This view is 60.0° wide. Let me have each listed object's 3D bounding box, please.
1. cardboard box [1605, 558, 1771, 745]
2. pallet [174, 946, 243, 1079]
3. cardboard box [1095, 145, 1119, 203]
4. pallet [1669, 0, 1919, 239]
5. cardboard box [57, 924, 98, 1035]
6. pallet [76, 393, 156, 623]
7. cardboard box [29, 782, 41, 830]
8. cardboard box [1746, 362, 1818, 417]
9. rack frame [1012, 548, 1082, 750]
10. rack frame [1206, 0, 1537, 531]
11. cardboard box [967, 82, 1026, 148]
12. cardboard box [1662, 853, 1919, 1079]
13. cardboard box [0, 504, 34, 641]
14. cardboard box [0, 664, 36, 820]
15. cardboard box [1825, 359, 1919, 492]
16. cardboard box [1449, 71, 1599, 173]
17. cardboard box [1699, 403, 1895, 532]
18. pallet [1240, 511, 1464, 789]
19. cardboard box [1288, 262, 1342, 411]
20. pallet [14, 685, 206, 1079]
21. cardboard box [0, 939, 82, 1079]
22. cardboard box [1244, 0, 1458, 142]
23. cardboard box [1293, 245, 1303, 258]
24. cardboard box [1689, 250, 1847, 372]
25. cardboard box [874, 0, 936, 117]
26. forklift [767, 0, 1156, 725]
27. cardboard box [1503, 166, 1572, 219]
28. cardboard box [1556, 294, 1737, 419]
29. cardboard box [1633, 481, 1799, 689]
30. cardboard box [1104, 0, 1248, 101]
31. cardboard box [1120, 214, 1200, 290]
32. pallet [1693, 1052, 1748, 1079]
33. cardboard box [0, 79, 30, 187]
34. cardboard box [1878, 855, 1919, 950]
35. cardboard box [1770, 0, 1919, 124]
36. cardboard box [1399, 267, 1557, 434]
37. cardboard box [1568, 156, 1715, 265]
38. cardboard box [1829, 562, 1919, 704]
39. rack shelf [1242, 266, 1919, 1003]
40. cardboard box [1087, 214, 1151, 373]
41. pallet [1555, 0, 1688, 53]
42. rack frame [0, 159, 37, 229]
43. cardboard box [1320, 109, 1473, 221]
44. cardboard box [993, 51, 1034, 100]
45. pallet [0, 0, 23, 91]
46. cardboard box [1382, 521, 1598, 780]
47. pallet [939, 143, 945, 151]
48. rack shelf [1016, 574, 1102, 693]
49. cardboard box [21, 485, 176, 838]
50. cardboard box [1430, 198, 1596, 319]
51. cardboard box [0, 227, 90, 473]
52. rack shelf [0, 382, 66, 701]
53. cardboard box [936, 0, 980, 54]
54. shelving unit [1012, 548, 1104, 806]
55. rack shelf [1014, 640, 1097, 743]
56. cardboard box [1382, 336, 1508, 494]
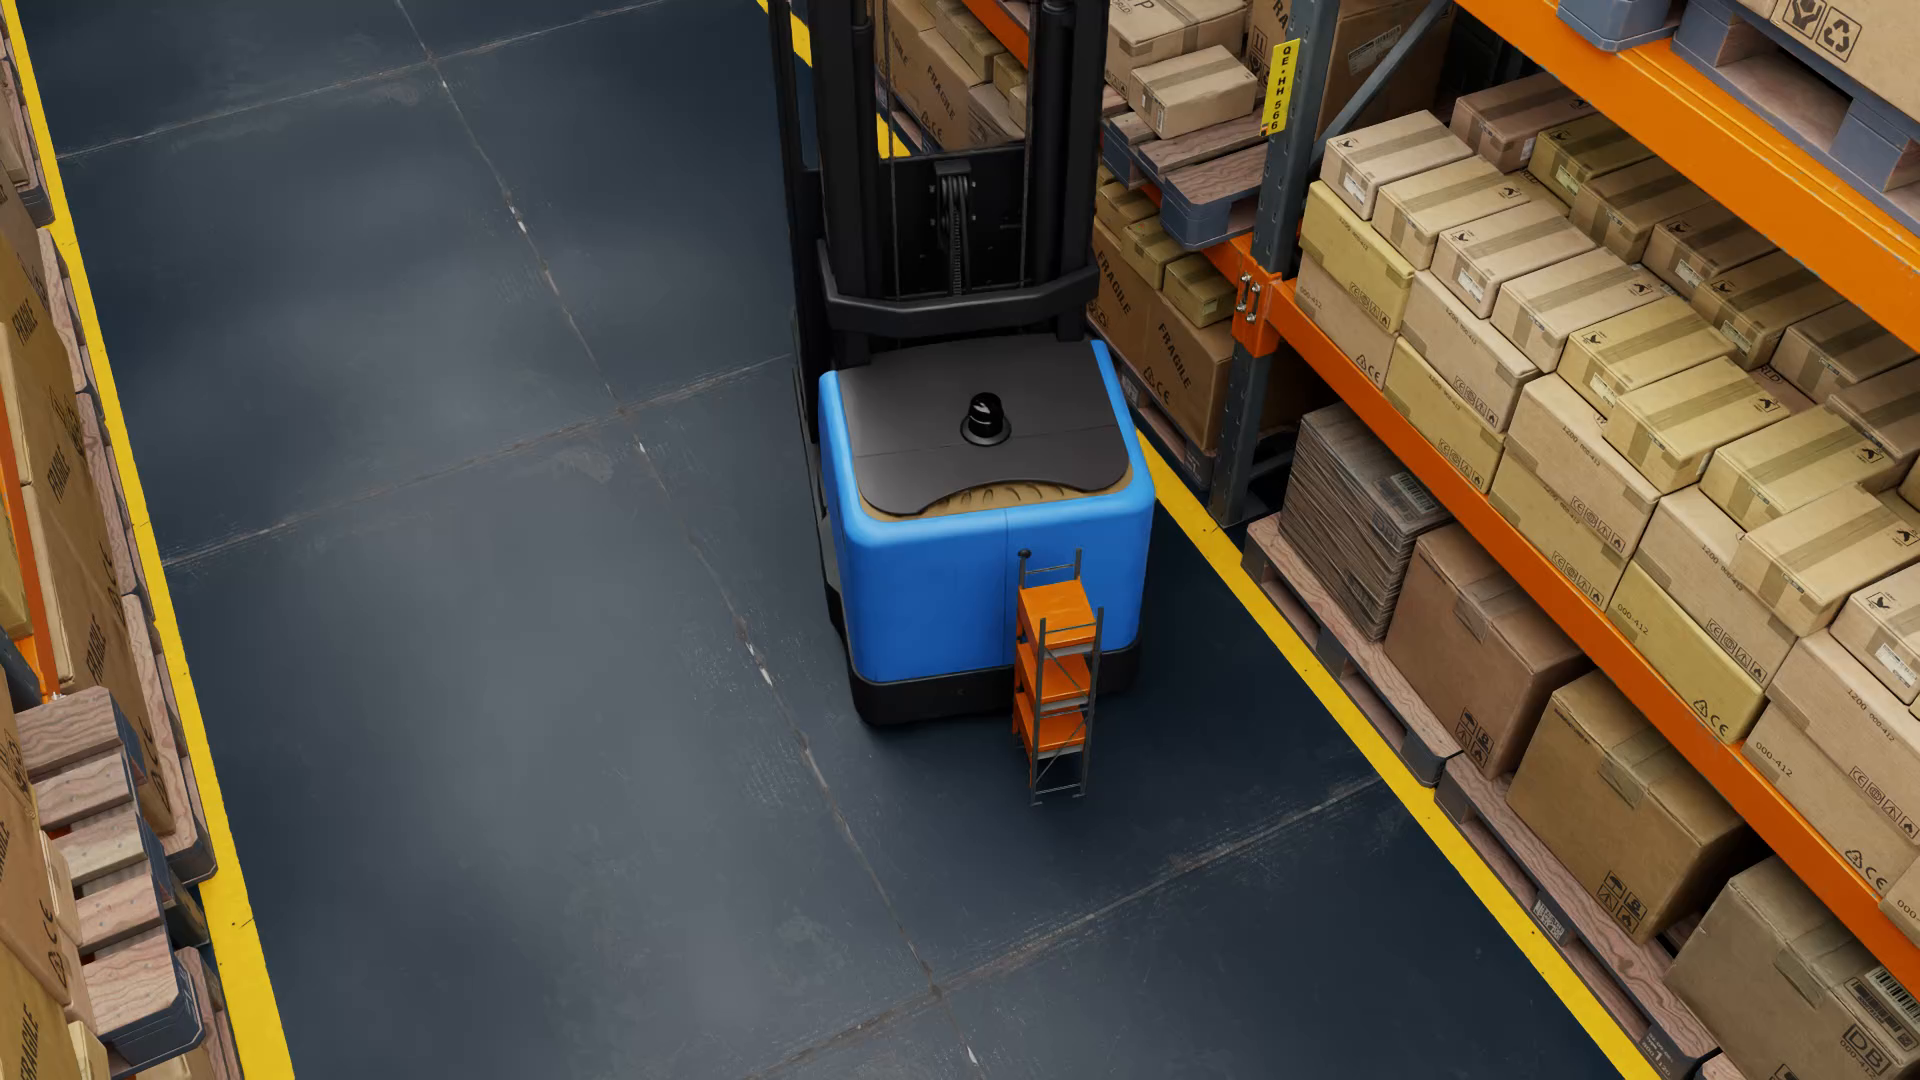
[{"bbox_3d":[2.161,0.221,4.556,0.500,0.250,0.500,-20,52,-16],"label":"cardboard box"},{"bbox_3d":[-2.584,1.916,4.827,1.003,0.211,1.213,-21,52,-18],"label":"pallet"},{"bbox_3d":[0.706,-1.566,6.970,0.380,0.149,0.250,-20,52,-16],"label":"cardboard box"},{"bbox_3d":[2.376,-0.992,3.650,1.003,0.211,1.213,-19,51,-16],"label":"pallet"},{"bbox_3d":[-2.131,1.036,3.632,0.380,0.149,0.250,-23,53,-19],"label":"cardboard box"},{"bbox_3d":[-3.788,0.023,6.482,1.003,0.211,1.213,-21,52,-18],"label":"pallet"},{"bbox_3d":[-2.394,0.712,3.915,0.380,0.149,0.250,-20,52,-17],"label":"cardboard box"},{"bbox_3d":[2.387,-0.470,4.829,0.500,0.250,0.500,-22,52,-18],"label":"cardboard box"},{"bbox_3d":[0.285,0.390,5.604,0.200,1.050,0.008,-10,50,-9],"label":"rack frame"},{"bbox_3d":[1.472,-1.238,5.733,1.000,3.000,0.127,-21,52,-18],"label":"rack frame"},{"bbox_3d":[0.371,-1.791,7.598,0.500,0.500,0.500,-23,53,-19],"label":"cardboard box"},{"bbox_3d":[2.705,1.215,4.885,0.875,0.625,0.625,-22,52,-18],"label":"cardboard box"},{"bbox_3d":[-2.940,0.109,4.654,0.500,0.250,0.500,-22,52,-18],"label":"cardboard box"},{"bbox_3d":[-2.485,0.414,3.745,0.500,0.500,0.500,-23,53,-19],"label":"cardboard box"},{"bbox_3d":[2.520,-0.315,4.428,0.380,0.149,0.250,-20,52,-17],"label":"cardboard box"},{"bbox_3d":[1.800,-1.336,5.321,0.380,0.149,0.250,-20,52,-16],"label":"cardboard box"},{"bbox_3d":[2.161,-0.169,4.300,0.380,0.149,0.250,-21,52,-18],"label":"cardboard box"},{"bbox_3d":[1.814,0.245,6.288,1.003,0.211,1.213,-21,52,-18],"label":"pallet"},{"bbox_3d":[1.528,-0.932,6.846,0.500,0.500,0.500,-19,52,-16],"label":"cardboard box"},{"bbox_3d":[-2.519,0.978,3.922,1.213,0.211,1.003,-21,52,-18],"label":"pallet"},{"bbox_3d":[-2.007,1.093,3.151,0.500,0.500,0.500,-24,53,-20],"label":"cardboard box"},{"bbox_3d":[1.375,-1.807,5.885,0.500,0.500,0.500,-19,51,-16],"label":"cardboard box"},{"bbox_3d":[1.510,-1.223,6.670,0.380,0.149,0.250,-19,51,-16],"label":"cardboard box"},{"bbox_3d":[2.309,-0.663,4.733,0.380,0.149,0.250,-21,52,-18],"label":"cardboard box"},{"bbox_3d":[-0.085,-2.476,8.197,0.500,0.500,0.500,-22,52,-18],"label":"cardboard box"},{"bbox_3d":[-0.107,-1.432,5.948,1.130,2.935,3.031,-7,49,-6],"label":"forklift"},{"bbox_3d":[1.924,-1.148,5.422,0.500,0.250,0.500,-20,52,-17],"label":"cardboard box"},{"bbox_3d":[1.892,-0.500,4.590,0.380,0.149,0.250,-21,52,-17],"label":"cardboard box"},{"bbox_3d":[2.165,0.053,4.371,0.500,0.250,0.500,-20,52,-17],"label":"cardboard box"},{"bbox_3d":[0.701,-1.921,6.151,0.500,0.250,0.500,-23,53,-19],"label":"cardboard box"},{"bbox_3d":[0.868,-1.182,6.634,0.380,0.149,0.250,-24,53,-19],"label":"cardboard box"},{"bbox_3d":[2.930,1.878,4.860,1.003,0.211,1.213,-21,52,-18],"label":"pallet"},{"bbox_3d":[-4.962,-1.955,7.783,0.875,0.438,0.875,-22,52,-18],"label":"cardboard box"},{"bbox_3d":[2.604,0.907,3.956,0.500,0.250,0.500,-21,52,-18],"label":"cardboard box"},{"bbox_3d":[2.052,-1.179,3.277,0.500,0.500,0.500,-20,52,-17],"label":"cardboard box"},{"bbox_3d":[1.686,-0.636,4.974,0.500,0.250,0.500,-20,52,-16],"label":"cardboard box"},{"bbox_3d":[2.084,-1.005,5.032,0.380,0.149,0.250,-21,52,-18],"label":"cardboard box"},{"bbox_3d":[2.337,0.196,3.981,0.380,0.149,0.250,-21,52,-17],"label":"cardboard box"},{"bbox_3d":[2.387,0.338,4.833,1.077,0.370,4.000,-21,52,-18],"label":"rack shelf"},{"bbox_3d":[0.867,-1.101,6.994,0.500,0.500,0.500,-22,52,-18],"label":"cardboard box"},{"bbox_3d":[1.862,-1.740,4.304,1.213,0.211,1.003,-19,51,-16],"label":"pallet"},{"bbox_3d":[-4.771,-2.203,6.576,1.000,3.000,0.127,-21,52,-18],"label":"rack frame"},{"bbox_3d":[1.356,-1.170,5.175,0.380,0.149,0.250,-20,52,-16],"label":"cardboard box"},{"bbox_3d":[0.372,-2.089,7.428,0.380,0.149,0.250,-21,52,-17],"label":"cardboard box"},{"bbox_3d":[-5.611,-2.638,8.810,1.003,0.211,1.213,-21,52,-18],"label":"pallet"},{"bbox_3d":[2.051,0.262,5.719,0.875,0.625,0.625,-20,52,-16],"label":"cardboard box"},{"bbox_3d":[0.609,-1.648,7.944,1.003,0.211,1.213,-21,52,-18],"label":"pallet"},{"bbox_3d":[0.313,0.299,5.321,0.215,0.259,0.240,-10,50,-9],"label":"rack shelf"},{"bbox_3d":[-3.182,0.545,5.306,0.875,0.875,0.875,-22,52,-18],"label":"cardboard box"},{"bbox_3d":[1.619,-0.828,4.877,0.380,0.149,0.250,-20,52,-17],"label":"cardboard box"},{"bbox_3d":[-3.995,-0.652,6.353,0.875,0.875,0.875,-20,52,-16],"label":"cardboard box"},{"bbox_3d":[-3.855,-0.627,5.677,1.077,0.370,4.000,-21,52,-18],"label":"rack shelf"},{"bbox_3d":[0.111,-2.427,7.723,0.380,0.149,0.250,-21,52,-18],"label":"cardboard box"},{"bbox_3d":[0.313,0.479,5.526,0.215,1.050,0.252,-10,50,-9],"label":"shelving unit"},{"bbox_3d":[0.313,0.486,5.534,0.215,0.259,0.240,-10,50,-9],"label":"rack shelf"},{"bbox_3d":[1.683,-0.469,5.160,0.500,0.250,0.500,-22,52,-18],"label":"cardboard box"}]
